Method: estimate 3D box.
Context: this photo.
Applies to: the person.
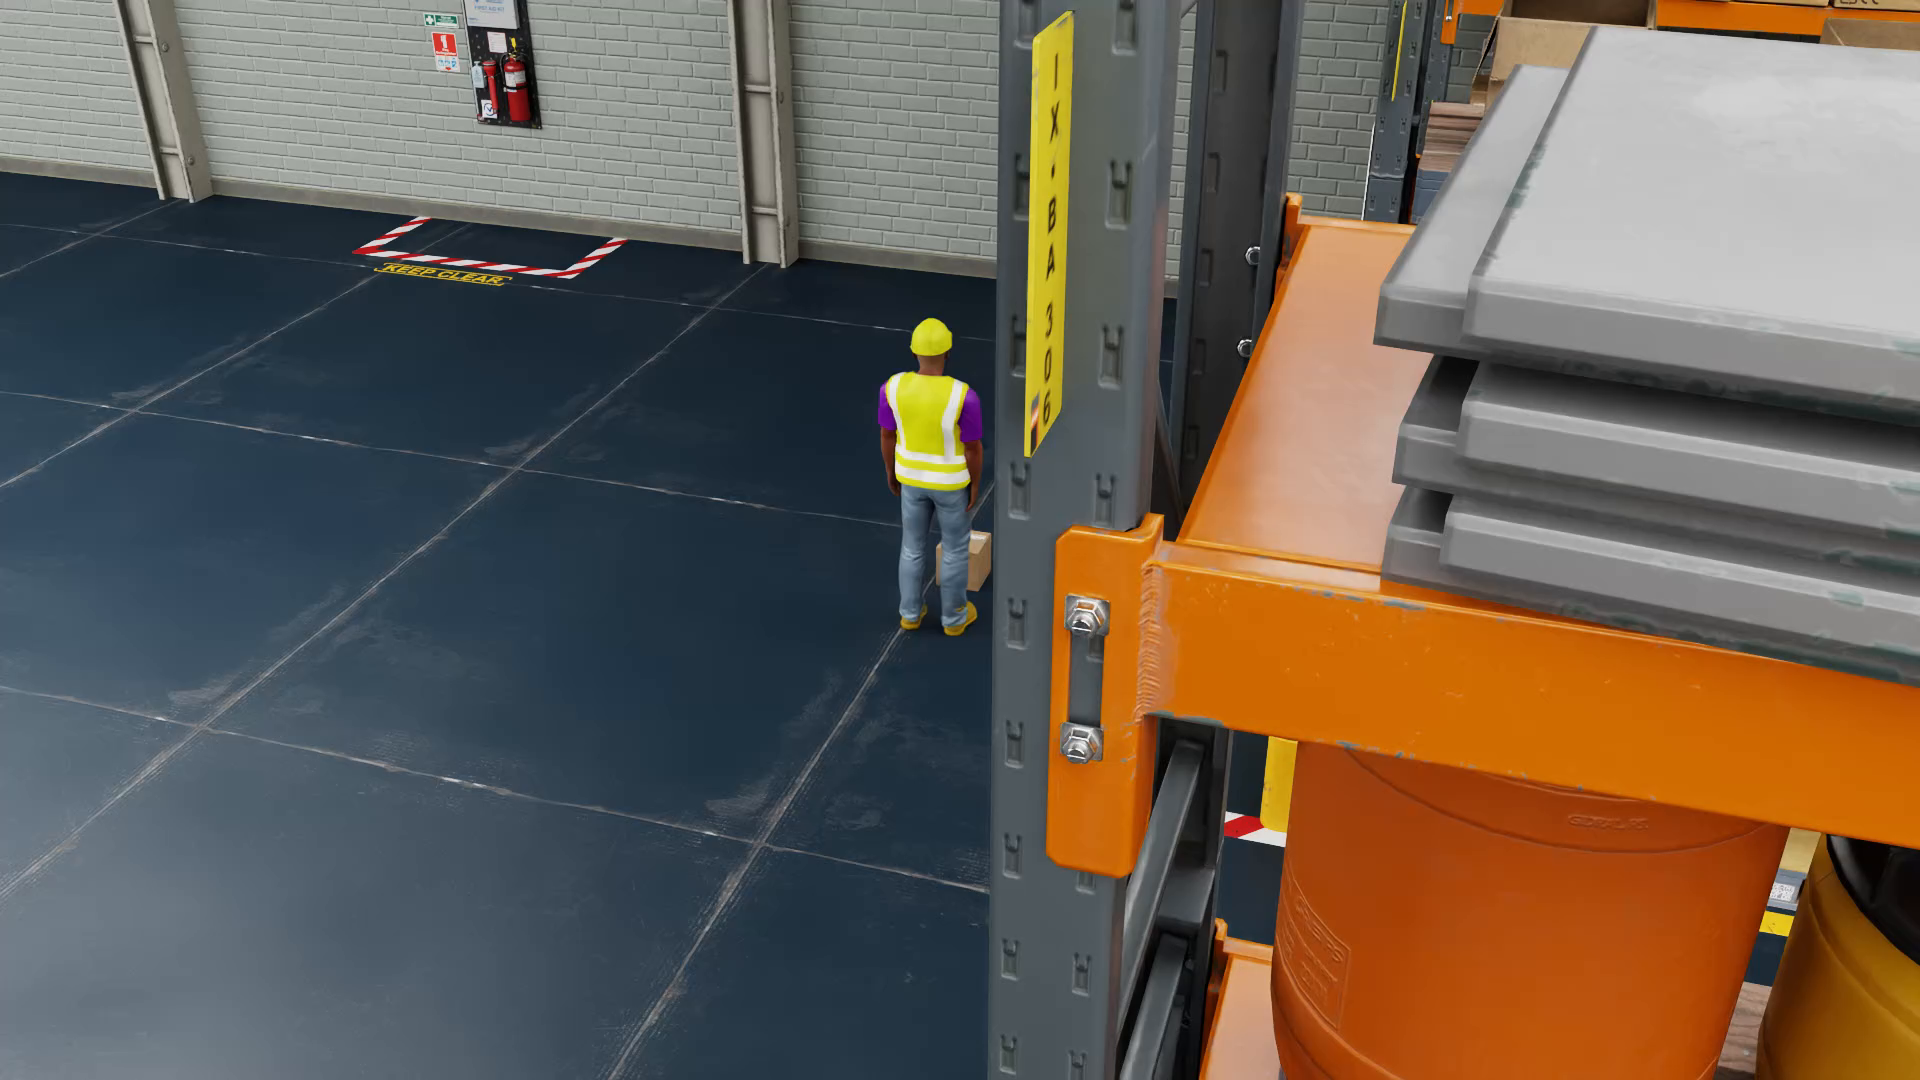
[{"bbox_3d":[-0.139,-0.324,8.690,0.564,1.767,0.357,9,30,16],"label":"person"}]
